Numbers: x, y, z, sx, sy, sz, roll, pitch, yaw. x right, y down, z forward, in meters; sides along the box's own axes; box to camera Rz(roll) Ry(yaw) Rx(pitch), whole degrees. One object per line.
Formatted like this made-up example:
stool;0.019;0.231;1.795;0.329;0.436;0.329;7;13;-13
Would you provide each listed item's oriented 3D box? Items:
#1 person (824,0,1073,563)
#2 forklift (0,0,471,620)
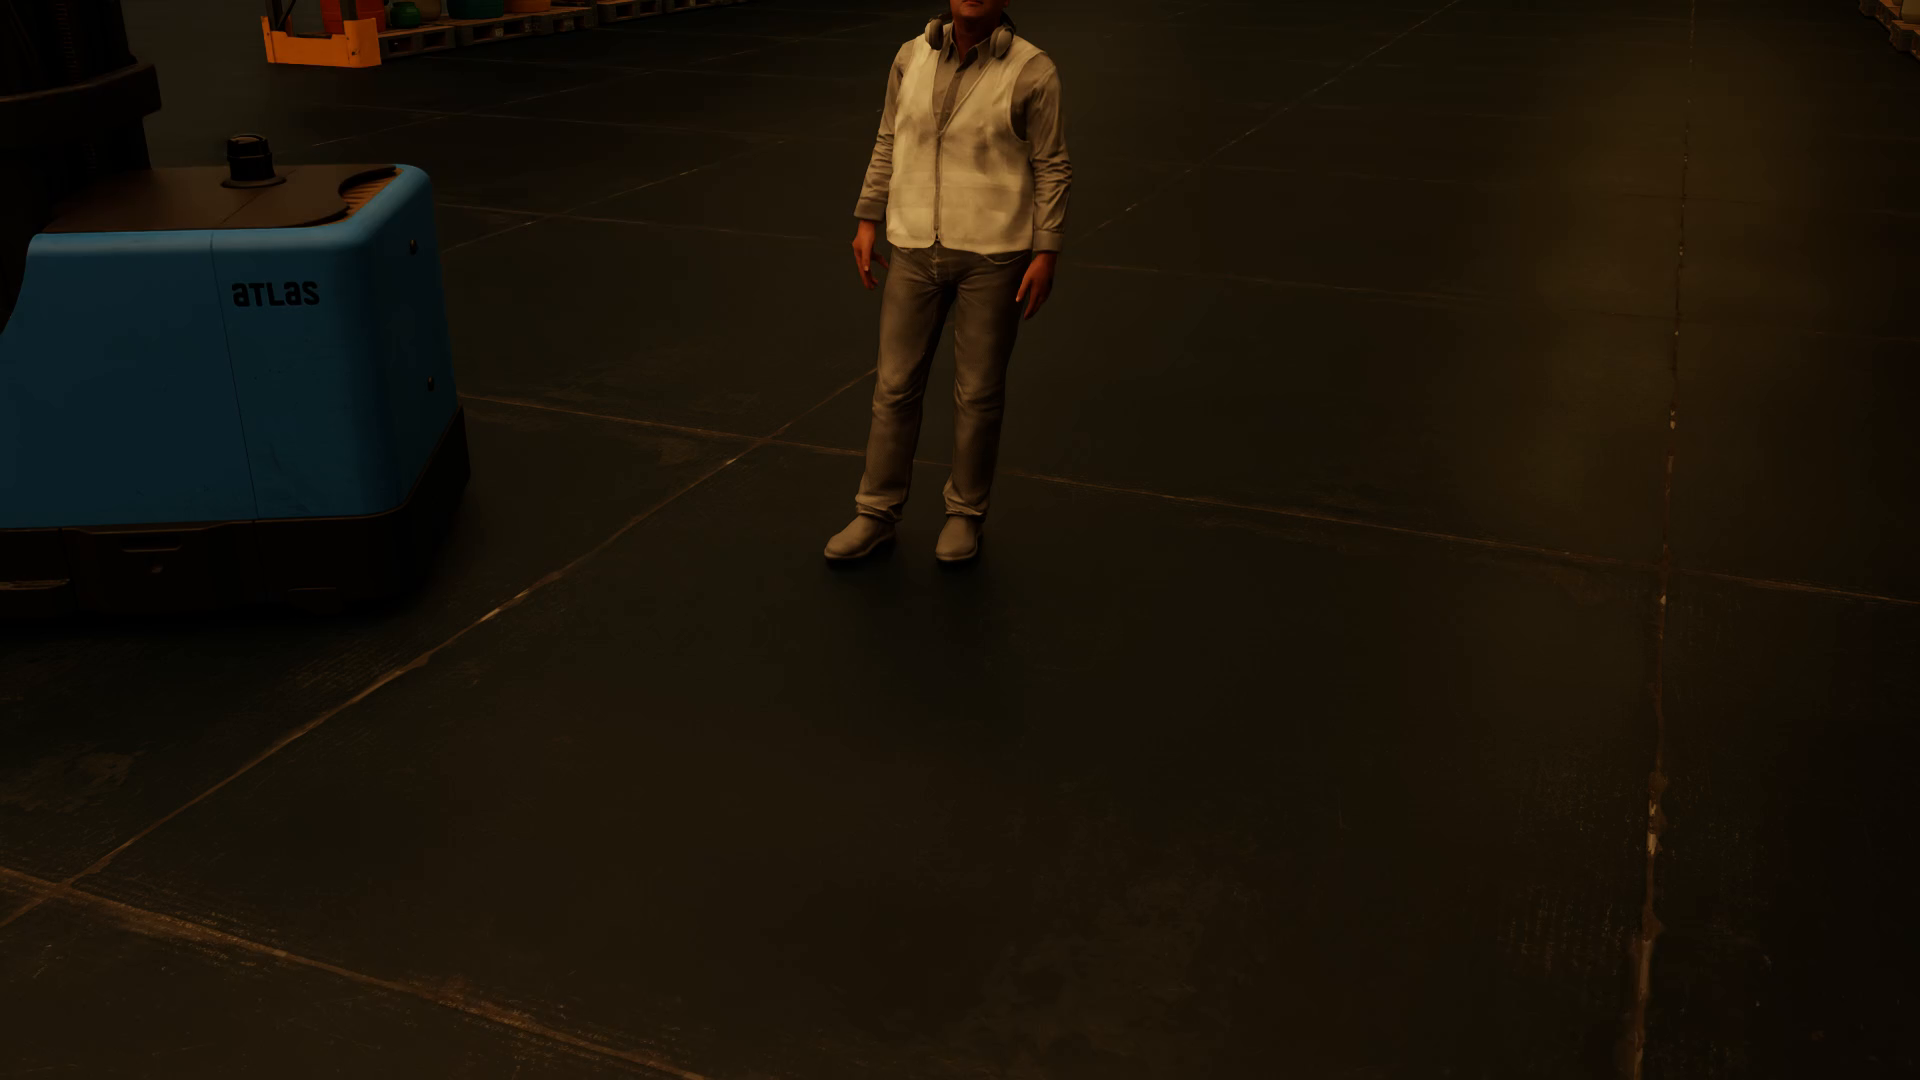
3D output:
person;-0.031;-0.804;4.697;0.633;1.775;0.566;9;24;21
forklift;-3.054;-1.271;4.333;3.031;2.935;1.130;-2;23;-5
